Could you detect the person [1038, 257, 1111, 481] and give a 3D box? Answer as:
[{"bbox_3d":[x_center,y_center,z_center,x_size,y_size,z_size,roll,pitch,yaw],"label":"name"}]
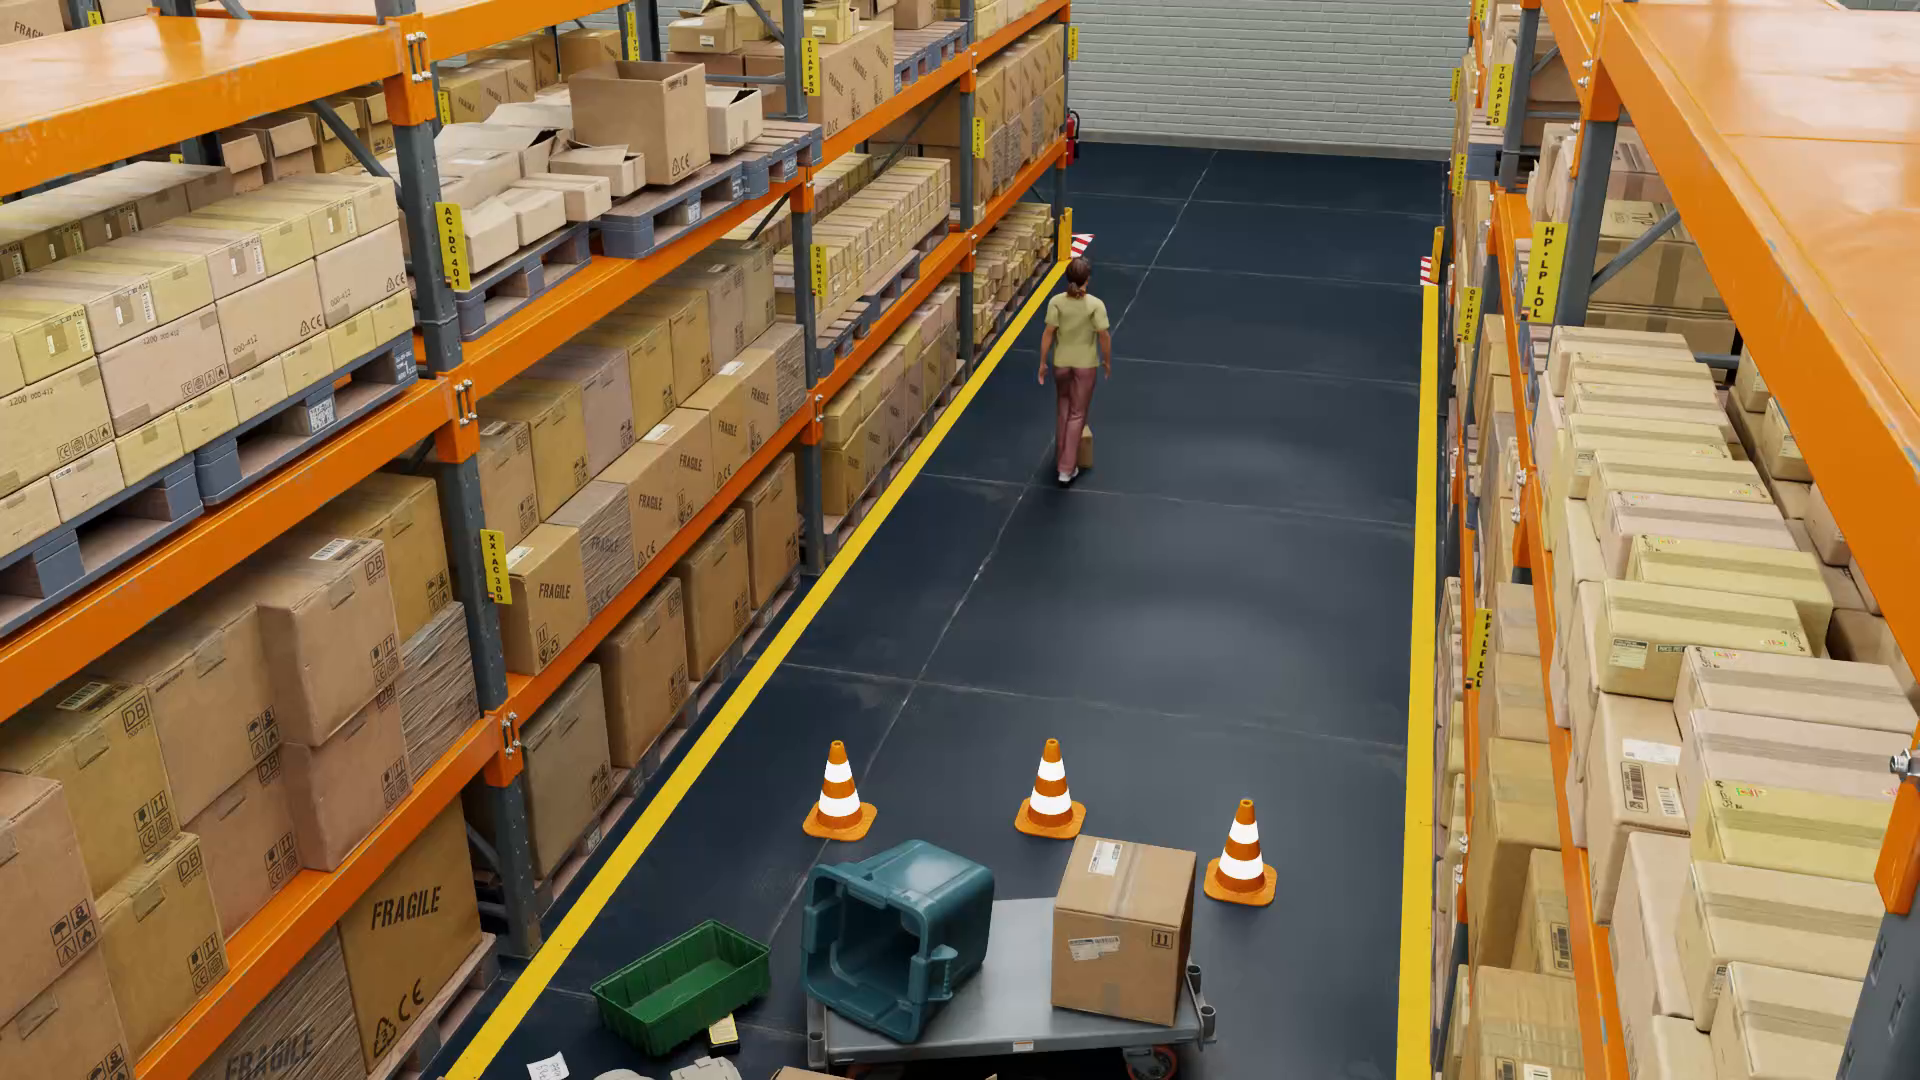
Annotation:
[{"bbox_3d":[0.849,-1.255,12.256,0.506,1.700,0.587,8,27,17],"label":"person"}]
